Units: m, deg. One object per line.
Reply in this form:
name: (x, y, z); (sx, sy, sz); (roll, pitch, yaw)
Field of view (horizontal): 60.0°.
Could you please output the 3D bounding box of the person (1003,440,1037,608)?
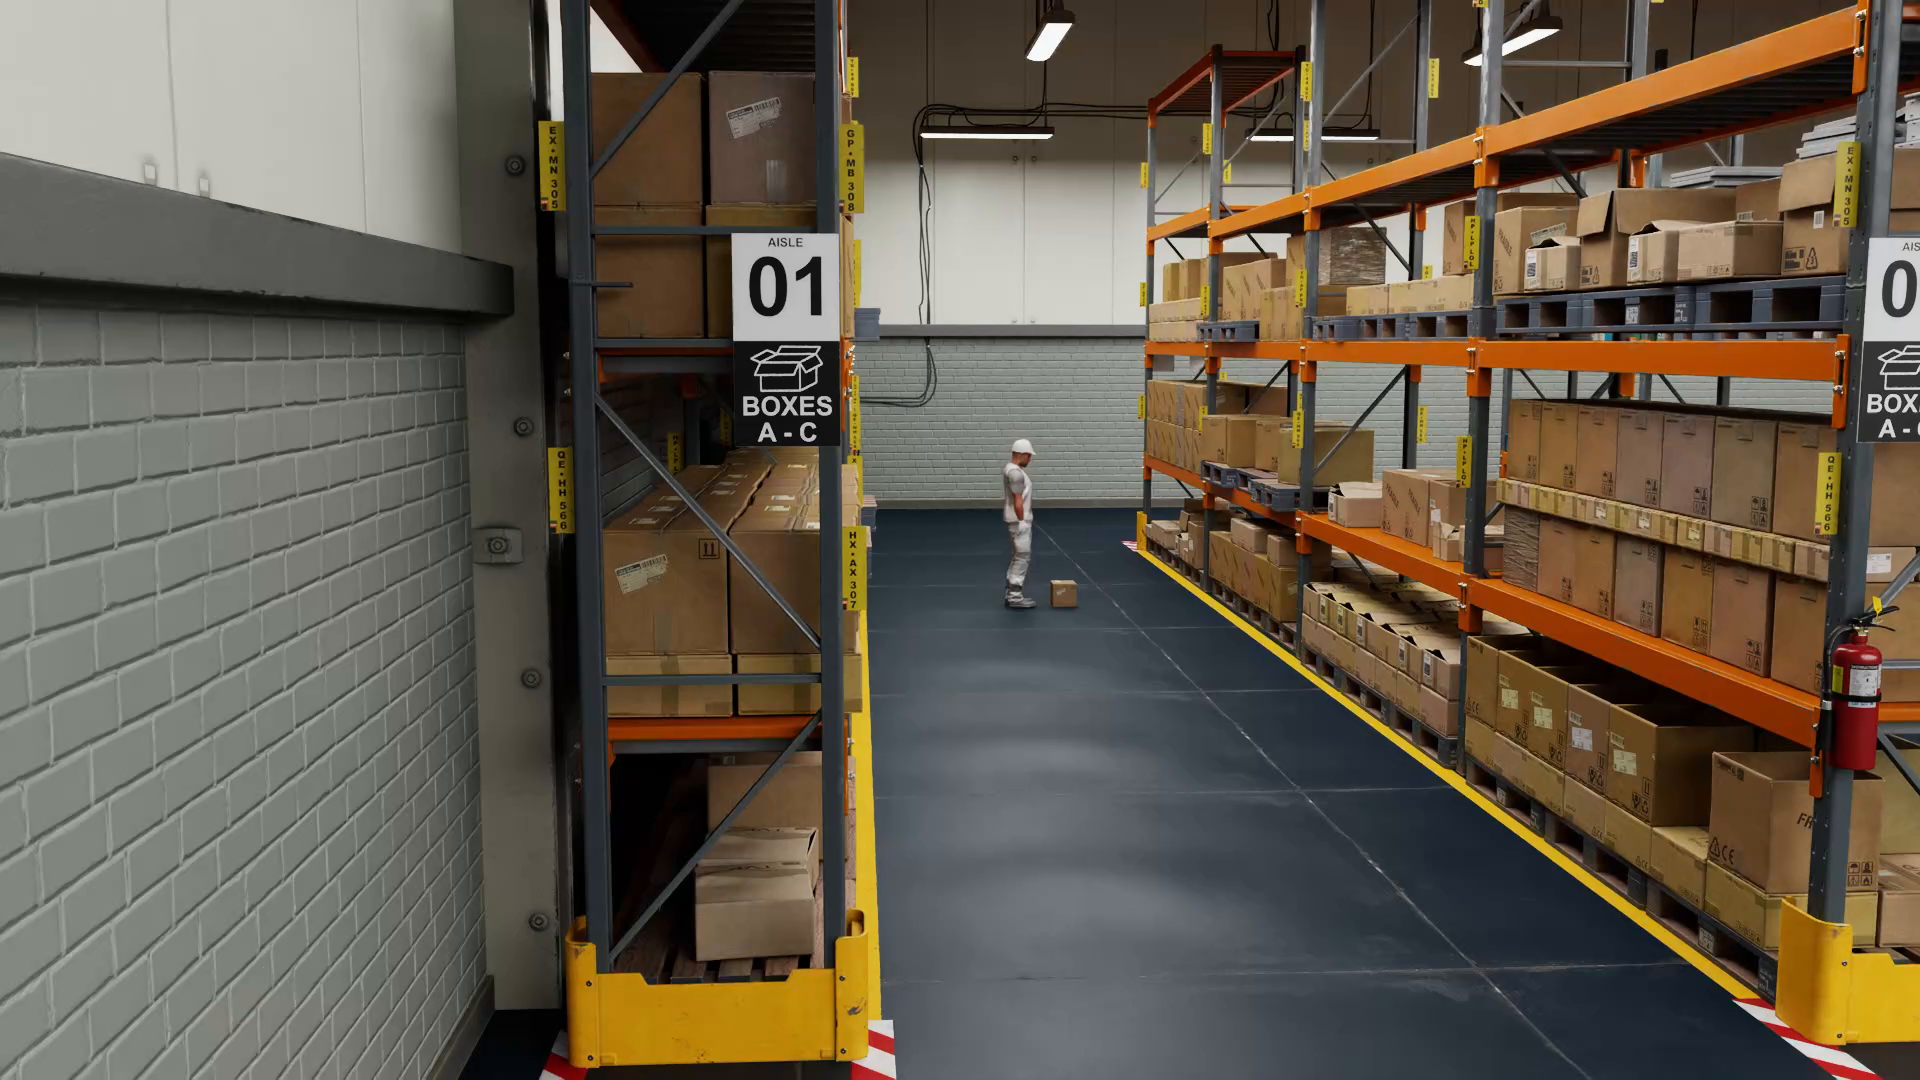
person: (0.635, -0.180, 17.706); (0.364, 1.774, 0.529); (0, 7, -3)
